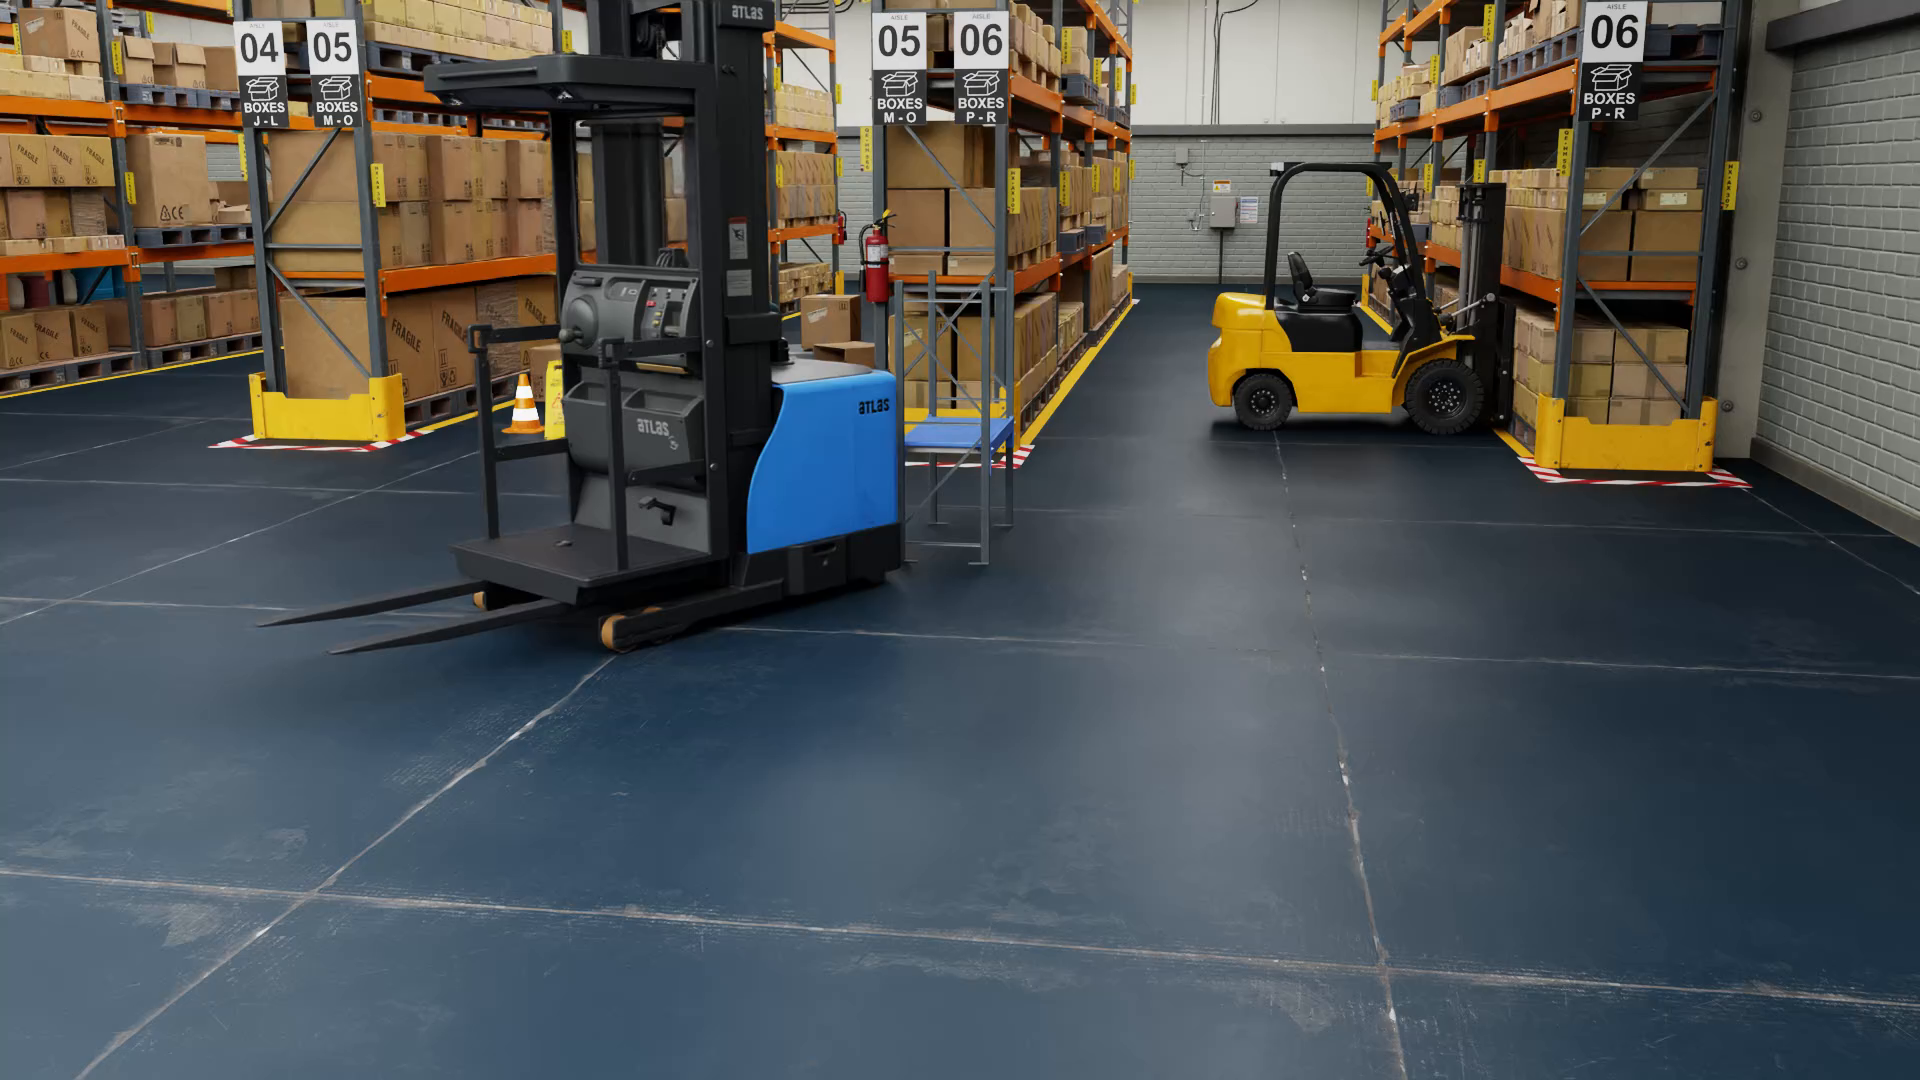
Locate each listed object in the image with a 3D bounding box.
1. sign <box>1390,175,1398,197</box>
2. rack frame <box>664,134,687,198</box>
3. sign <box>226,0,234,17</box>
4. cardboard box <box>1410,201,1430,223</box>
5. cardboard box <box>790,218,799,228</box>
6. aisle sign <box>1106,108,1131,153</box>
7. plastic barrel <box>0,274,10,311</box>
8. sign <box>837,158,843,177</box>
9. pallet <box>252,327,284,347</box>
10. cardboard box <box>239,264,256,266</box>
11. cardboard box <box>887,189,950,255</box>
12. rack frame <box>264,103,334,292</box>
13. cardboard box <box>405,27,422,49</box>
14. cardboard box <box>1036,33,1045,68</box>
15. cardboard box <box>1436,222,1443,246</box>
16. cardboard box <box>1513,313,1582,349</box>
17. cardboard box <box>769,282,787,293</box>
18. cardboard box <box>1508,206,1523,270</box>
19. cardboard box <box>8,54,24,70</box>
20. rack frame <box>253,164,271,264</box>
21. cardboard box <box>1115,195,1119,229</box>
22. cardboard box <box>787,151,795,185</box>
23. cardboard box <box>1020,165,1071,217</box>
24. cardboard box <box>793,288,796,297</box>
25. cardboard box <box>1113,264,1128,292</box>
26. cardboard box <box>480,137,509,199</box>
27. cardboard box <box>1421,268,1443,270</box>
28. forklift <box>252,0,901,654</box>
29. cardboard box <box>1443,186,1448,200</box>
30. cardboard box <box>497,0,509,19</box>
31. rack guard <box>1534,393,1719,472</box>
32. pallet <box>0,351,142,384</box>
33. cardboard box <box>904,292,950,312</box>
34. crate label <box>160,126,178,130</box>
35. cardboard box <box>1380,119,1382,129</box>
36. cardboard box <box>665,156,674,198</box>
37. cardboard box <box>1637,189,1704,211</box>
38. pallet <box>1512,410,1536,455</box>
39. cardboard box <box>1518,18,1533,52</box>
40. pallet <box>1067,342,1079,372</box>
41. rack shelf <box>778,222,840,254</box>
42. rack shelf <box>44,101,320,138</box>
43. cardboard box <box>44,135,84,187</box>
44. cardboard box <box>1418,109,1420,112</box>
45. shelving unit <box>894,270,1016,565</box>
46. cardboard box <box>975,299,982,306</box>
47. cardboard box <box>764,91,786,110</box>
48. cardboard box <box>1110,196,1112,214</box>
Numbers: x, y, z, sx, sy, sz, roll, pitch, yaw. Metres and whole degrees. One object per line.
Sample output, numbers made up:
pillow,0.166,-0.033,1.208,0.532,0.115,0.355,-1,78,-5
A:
sign,6.070,-4.940,23.241,0.100,0.325,0.005,2,12,9
rack frame,-3.820,-3.968,20.784,1.000,3.000,0.127,2,12,9
sign,-5.584,-4.183,12.750,0.100,0.325,0.005,2,12,9
cardboard box,5.834,-4.030,20.434,0.500,0.250,0.500,1,12,6
cardboard box,-2.731,-4.946,25.920,0.380,0.149,0.250,2,12,10
aisle sign,2.634,-6.769,27.614,0.394,0.787,0.004,2,12,9
plastic barrel,-13.541,-3.557,23.031,0.600,0.830,0.708,2,12,9
sign,-2.044,-6.331,28.253,0.100,0.325,0.005,2,12,9
pallet,-8.827,-2.624,21.166,1.003,0.211,1.213,2,12,9
cardboard box,-8.779,-3.369,21.113,0.500,0.250,0.500,2,12,11
cardboard box,-0.332,-2.479,12.934,0.500,0.500,0.500,2,12,8
rack frame,-8.705,-4.149,21.627,1.000,3.000,0.127,2,12,9
cardboard box,-4.603,-4.066,13.483,0.380,0.149,0.250,2,12,9
cardboard box,0.437,-4.116,14.004,0.500,0.250,0.500,2,12,10
cardboard box,5.600,-3.406,18.533,0.500,0.250,0.500,2,12,7
cardboard box,4.665,-1.671,13.282,0.500,0.250,0.500,2,12,9
cardboard box,-2.833,-3.822,25.174,0.380,0.149,0.250,2,12,11
cardboard box,4.812,-2.482,13.653,0.500,0.500,0.500,2,12,9
cardboard box,-9.299,-4.610,16.055,0.380,0.149,0.250,2,12,11
rack frame,-12.369,-5.975,30.099,1.000,3.000,0.127,2,12,9
cardboard box,2.114,-4.904,24.890,0.500,0.500,0.500,2,12,9
cardboard box,-2.830,-5.678,25.403,0.500,0.500,0.500,2,12,7
cardboard box,0.827,-3.483,16.597,0.500,0.500,0.500,2,12,10
cardboard box,-2.807,-3.898,26.230,0.380,0.149,0.250,1,12,6
cardboard box,2.314,-4.306,27.438,0.875,0.438,0.875,1,12,7
cardboard box,-4.714,-3.434,15.390,0.875,0.550,0.550,2,12,9
cardboard box,6.266,-3.564,22.307,0.380,0.149,0.250,2,12,8
forklift,-1.658,-1.063,7.470,1.130,2.935,3.031,11,16,41
cardboard box,5.598,-3.867,18.542,0.380,0.149,0.250,2,12,10
cardboard box,-4.331,-4.825,15.112,0.380,0.149,0.250,2,12,9
rack guard,4.758,-0.776,11.907,1.175,0.500,0.348,2,12,9
pallet,-9.389,-1.813,17.403,1.003,0.211,1.213,2,12,9
cardboard box,-0.288,-1.962,13.686,0.380,0.149,0.250,2,12,10
crate label,-12.623,-6.572,26.377,0.293,0.136,0.466,2,12,9
cardboard box,6.733,-6.461,25.832,0.380,0.149,0.250,2,12,10
cardboard box,-3.899,-4.412,20.236,0.700,0.500,0.500,2,12,8
cardboard box,5.070,-2.431,11.877,0.380,0.149,0.250,2,12,7
pallet,4.838,-0.800,12.706,1.003,0.211,1.213,2,12,9
cardboard box,4.848,-4.191,13.786,0.396,0.266,0.258,2,12,7
pallet,0.775,-2.049,18.501,1.003,0.211,1.213,2,12,9
rack shelf,-2.897,-4.865,26.655,1.077,0.370,4.000,2,12,9
rack shelf,-9.013,-4.848,19.455,1.077,0.370,4.000,2,12,9
cardboard box,-9.193,-3.793,16.657,0.500,0.500,0.500,2,12,9
cardboard box,6.434,-6.148,23.430,0.500,0.250,0.500,2,12,9
shelving unit,-0.013,-0.715,9.253,0.538,1.500,1.048,2,12,9
cardboard box,-0.038,-1.890,14.891,0.500,0.500,0.500,3,12,12
cardboard box,-2.894,-6.530,24.723,0.500,0.250,0.500,2,12,11
cardboard box,1.874,-4.732,23.502,0.500,0.250,0.500,2,12,9
